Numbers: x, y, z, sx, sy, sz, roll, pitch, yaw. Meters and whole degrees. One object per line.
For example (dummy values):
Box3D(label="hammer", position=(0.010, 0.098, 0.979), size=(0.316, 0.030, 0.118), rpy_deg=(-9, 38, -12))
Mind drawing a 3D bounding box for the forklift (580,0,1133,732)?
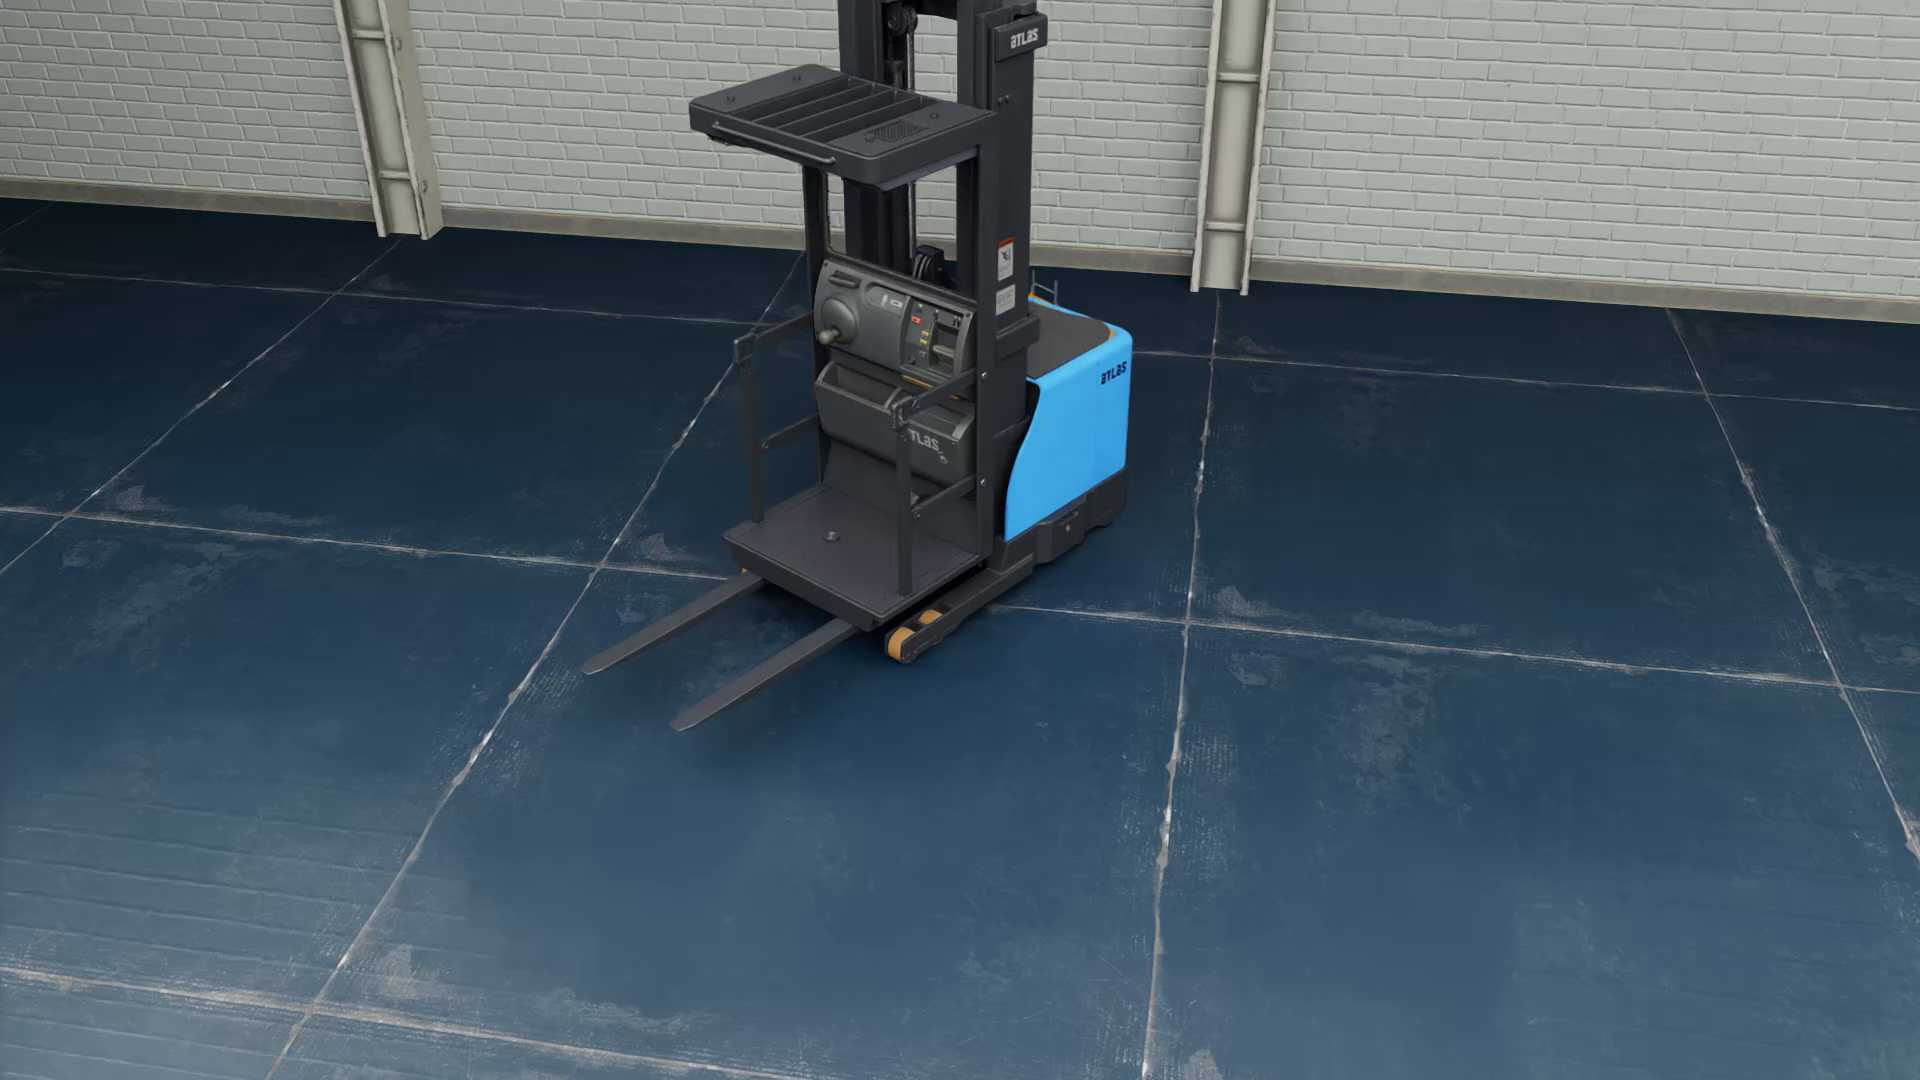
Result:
Box3D(label="forklift", position=(-0.452, -0.966, 7.531), size=(1.130, 2.935, 3.031), rpy_deg=(25, 40, 34))

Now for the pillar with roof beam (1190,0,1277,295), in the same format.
Box3D(label="pillar with roof beam", position=(1.087, -3.345, 5.612), size=(0.400, 9.000, 9.100), rpy_deg=(5, 32, 8))

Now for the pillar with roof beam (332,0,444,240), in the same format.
Box3D(label="pillar with roof beam", position=(-4.827, -3.881, 6.468), size=(0.400, 9.000, 9.100), rpy_deg=(5, 32, 8))

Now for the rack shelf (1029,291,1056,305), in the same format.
Box3D(label="rack shelf", position=(0.367, -1.190, 9.147), size=(0.240, 0.259, 0.215), rpy_deg=(-23, 39, -32))

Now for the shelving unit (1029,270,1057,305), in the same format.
Box3D(label="shelving unit", position=(0.367, -0.959, 9.292), size=(0.252, 1.050, 0.215), rpy_deg=(-23, 39, -32))

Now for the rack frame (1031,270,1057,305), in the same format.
Box3D(label="rack frame", position=(0.462, -1.000, 9.358), size=(0.008, 1.050, 0.200), rpy_deg=(-23, 39, -32))
